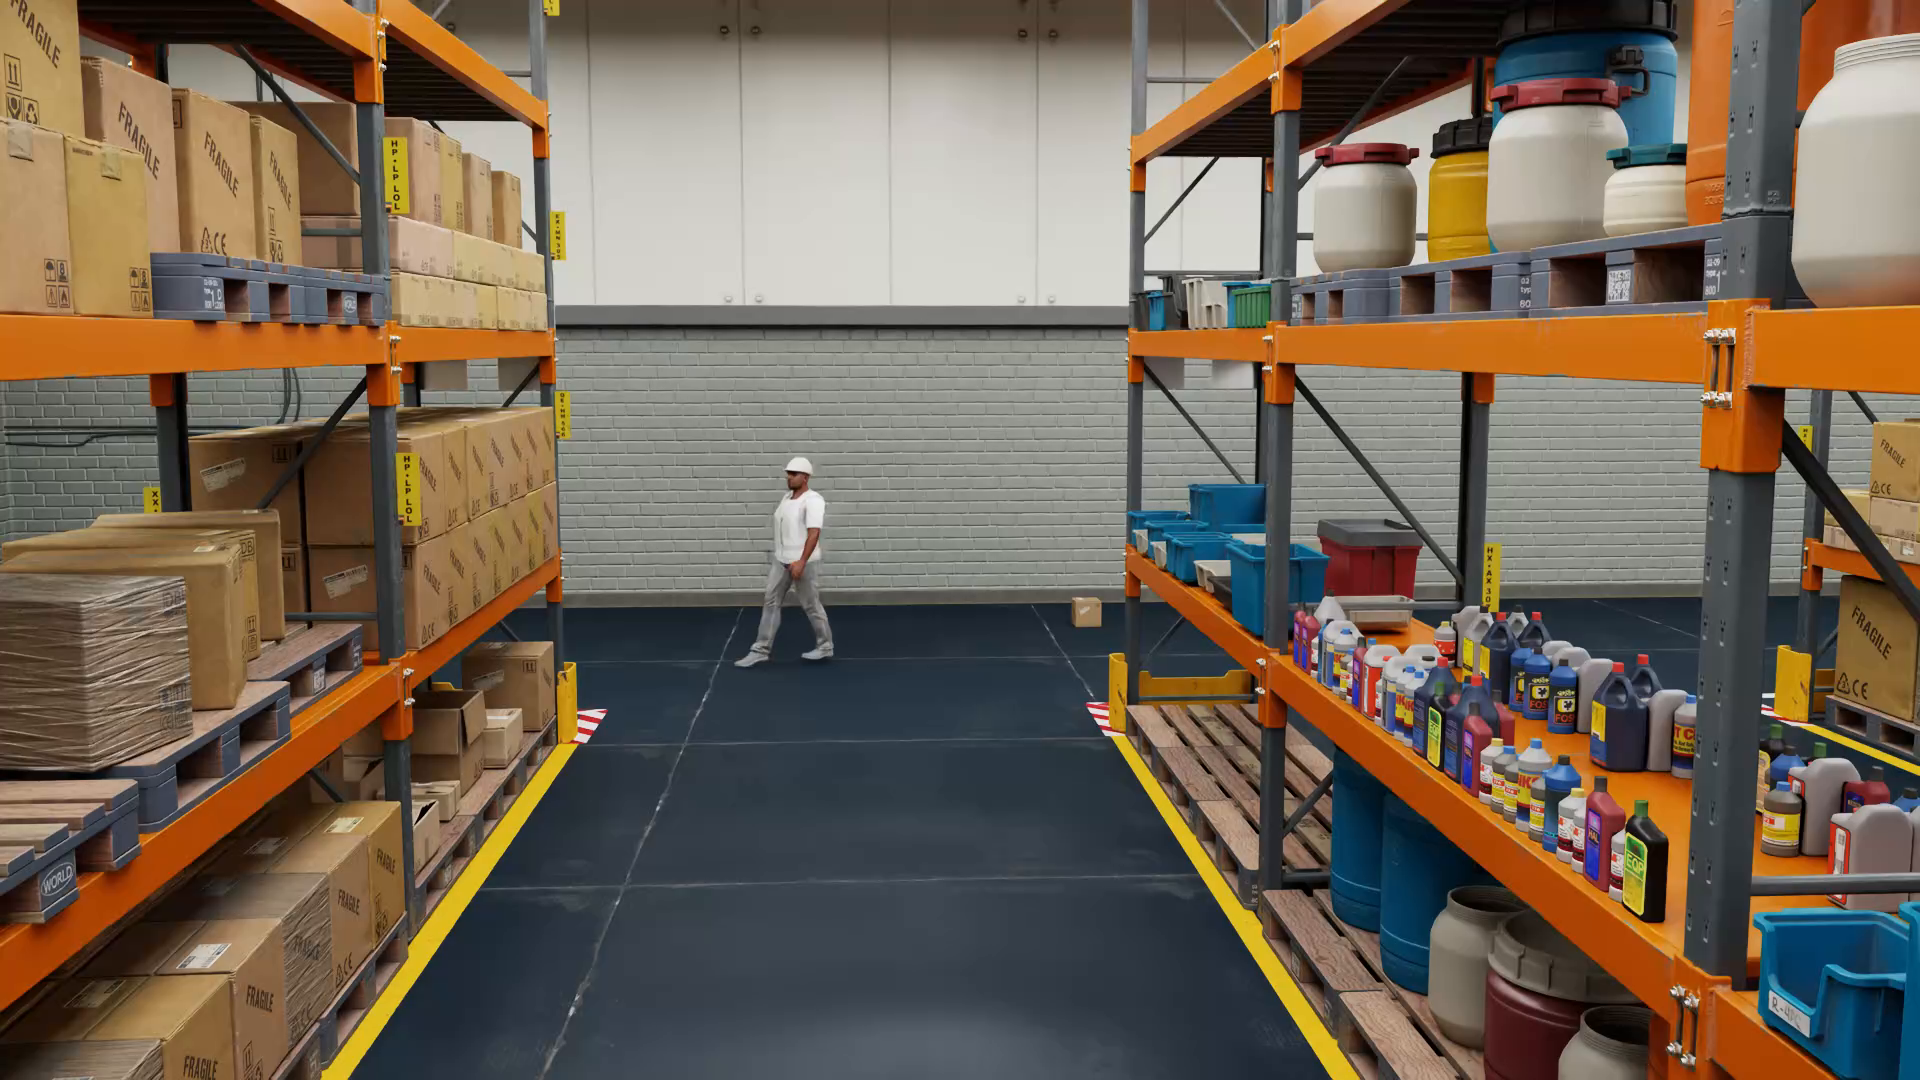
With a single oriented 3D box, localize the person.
[{"bbox_3d":[-1.459,0.185,14.037,0.861,1.752,0.615,-6,9,-40],"label":"person"}]
